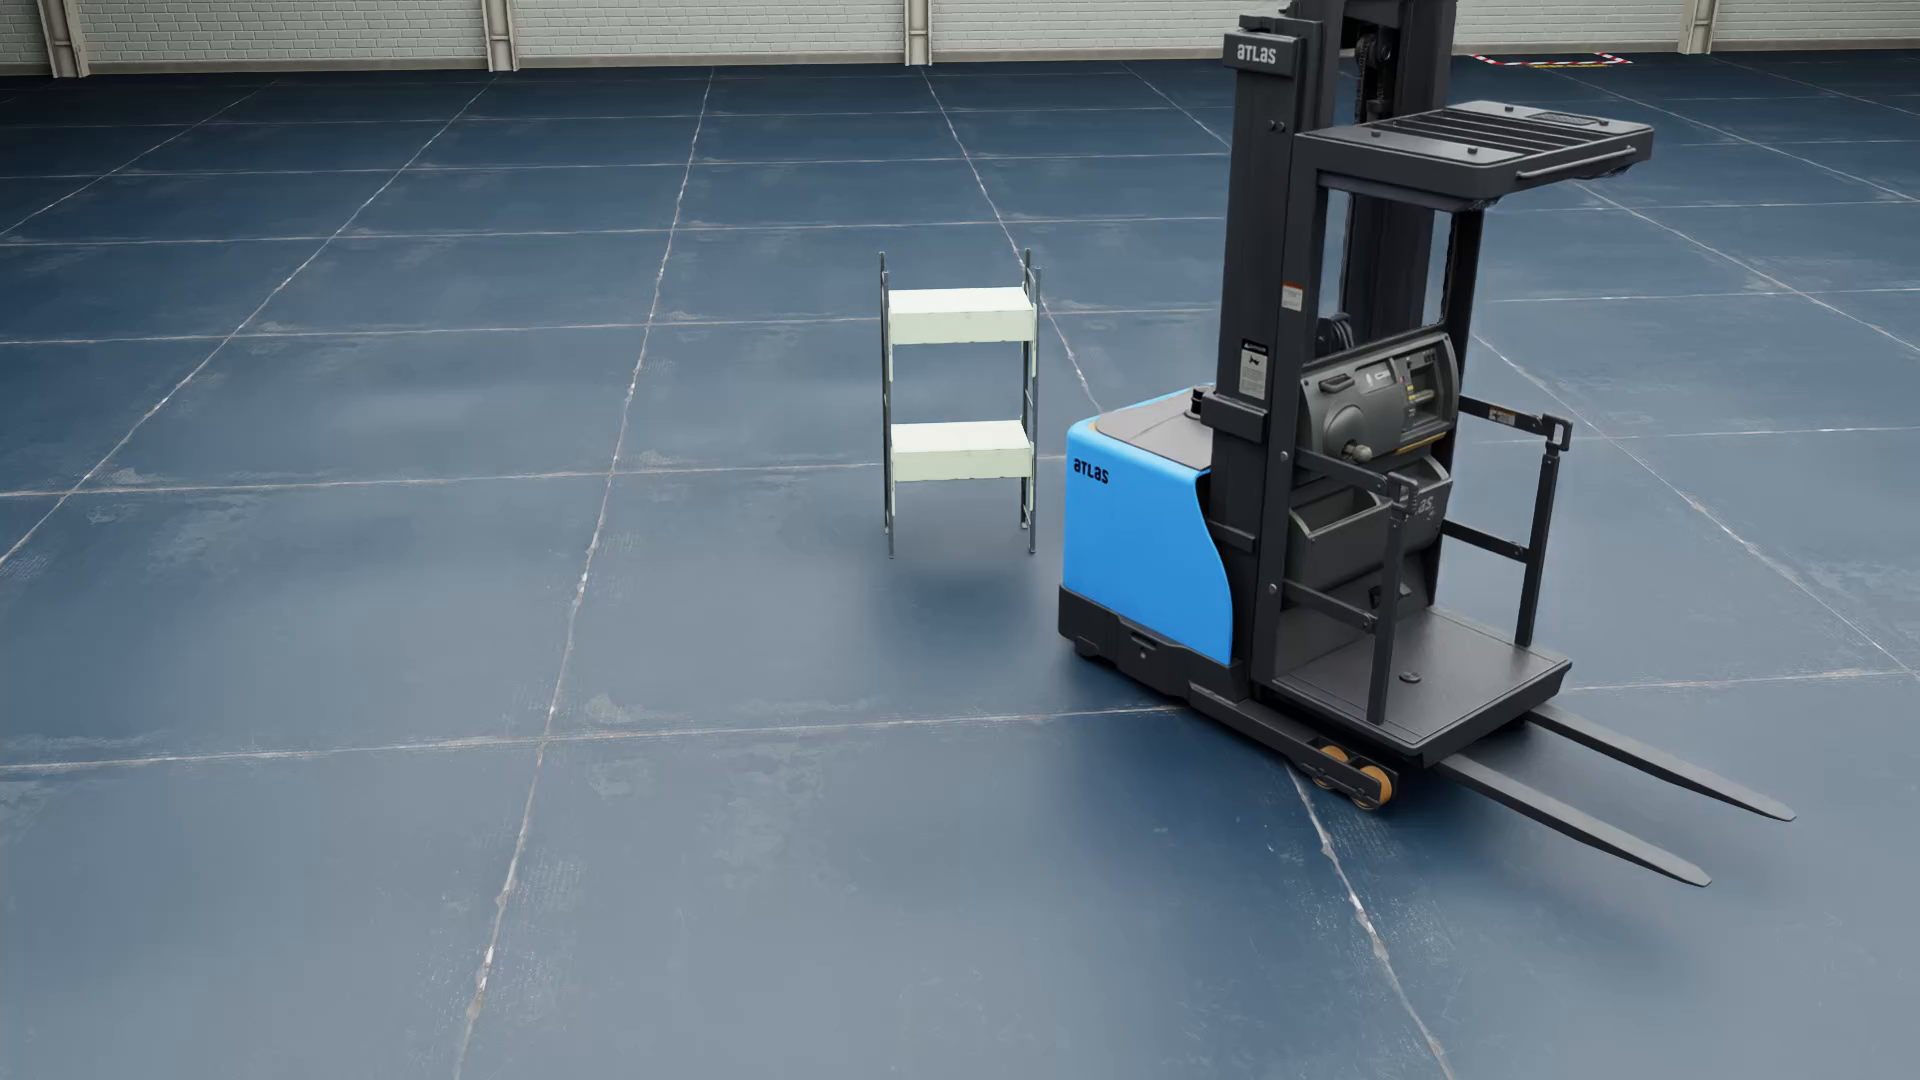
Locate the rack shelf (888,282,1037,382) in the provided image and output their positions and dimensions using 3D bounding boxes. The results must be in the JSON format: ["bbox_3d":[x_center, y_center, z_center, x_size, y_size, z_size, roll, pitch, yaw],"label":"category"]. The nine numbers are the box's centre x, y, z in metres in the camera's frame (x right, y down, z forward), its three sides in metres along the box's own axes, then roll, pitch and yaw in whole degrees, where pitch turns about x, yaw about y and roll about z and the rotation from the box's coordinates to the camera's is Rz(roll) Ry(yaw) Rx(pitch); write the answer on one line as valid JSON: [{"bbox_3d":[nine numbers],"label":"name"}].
[{"bbox_3d":[-0.007,-1.042,8.286,0.720,0.370,0.431,-2,24,-5],"label":"rack shelf"}]

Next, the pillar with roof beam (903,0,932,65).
[{"bbox_3d":[-0.198,-9.418,18.859,0.400,9.000,9.100,-2,24,-5],"label":"pillar with roof beam"}]

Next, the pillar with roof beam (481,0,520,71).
[{"bbox_3d":[-6.169,-9.178,18.321,0.400,9.000,9.100,-2,24,-5],"label":"pillar with roof beam"}]

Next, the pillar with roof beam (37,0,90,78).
[{"bbox_3d":[-12.140,-8.939,17.782,0.400,9.000,9.100,-2,24,-5],"label":"pillar with roof beam"}]

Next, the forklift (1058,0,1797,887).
[{"bbox_3d":[1.781,-0.530,6.334,1.130,2.935,3.031,-19,30,-36],"label":"forklift"}]

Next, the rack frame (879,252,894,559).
[{"bbox_3d":[-0.371,-0.670,8.412,0.023,1.500,0.400,-2,24,-5],"label":"rack frame"}]

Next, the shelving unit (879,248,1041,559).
[{"bbox_3d":[-0.007,-0.685,8.445,0.755,1.500,0.431,-2,24,-5],"label":"shelving unit"}]

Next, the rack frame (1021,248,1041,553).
[{"bbox_3d":[0.358,-0.700,8.478,0.023,1.500,0.400,-2,24,-5],"label":"rack frame"}]

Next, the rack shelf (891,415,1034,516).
[{"bbox_3d":[-0.007,-0.387,8.577,0.720,0.370,0.431,-2,24,-5],"label":"rack shelf"}]

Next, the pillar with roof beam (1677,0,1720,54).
[{"bbox_3d":[11.744,-9.897,19.937,0.400,9.000,9.100,-2,24,-5],"label":"pillar with roof beam"}]
